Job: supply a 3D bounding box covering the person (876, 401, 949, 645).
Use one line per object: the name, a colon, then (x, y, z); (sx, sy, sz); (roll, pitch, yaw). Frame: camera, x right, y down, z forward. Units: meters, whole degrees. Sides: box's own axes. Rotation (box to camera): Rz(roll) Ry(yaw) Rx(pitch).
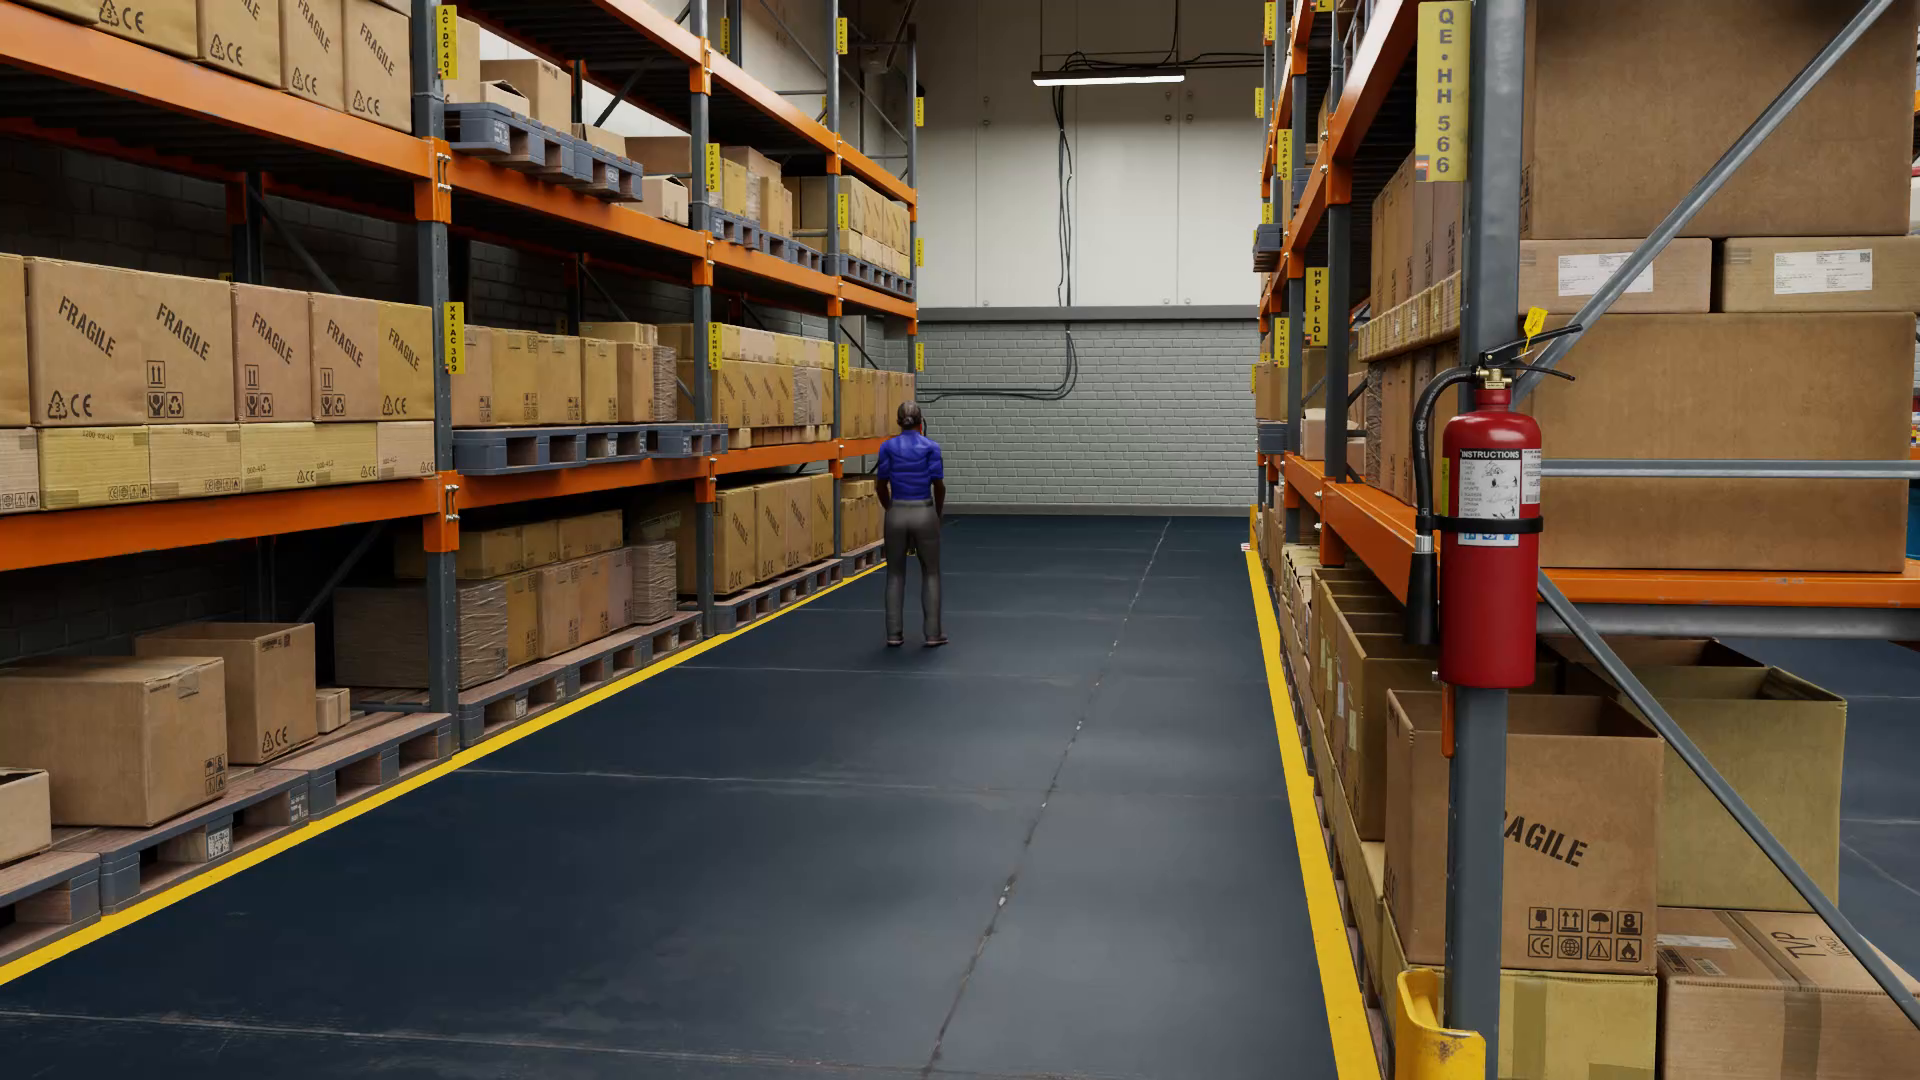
person: (-0.324, -0.115, 11.323); (0.484, 1.662, 0.378); (1, 5, 8)
